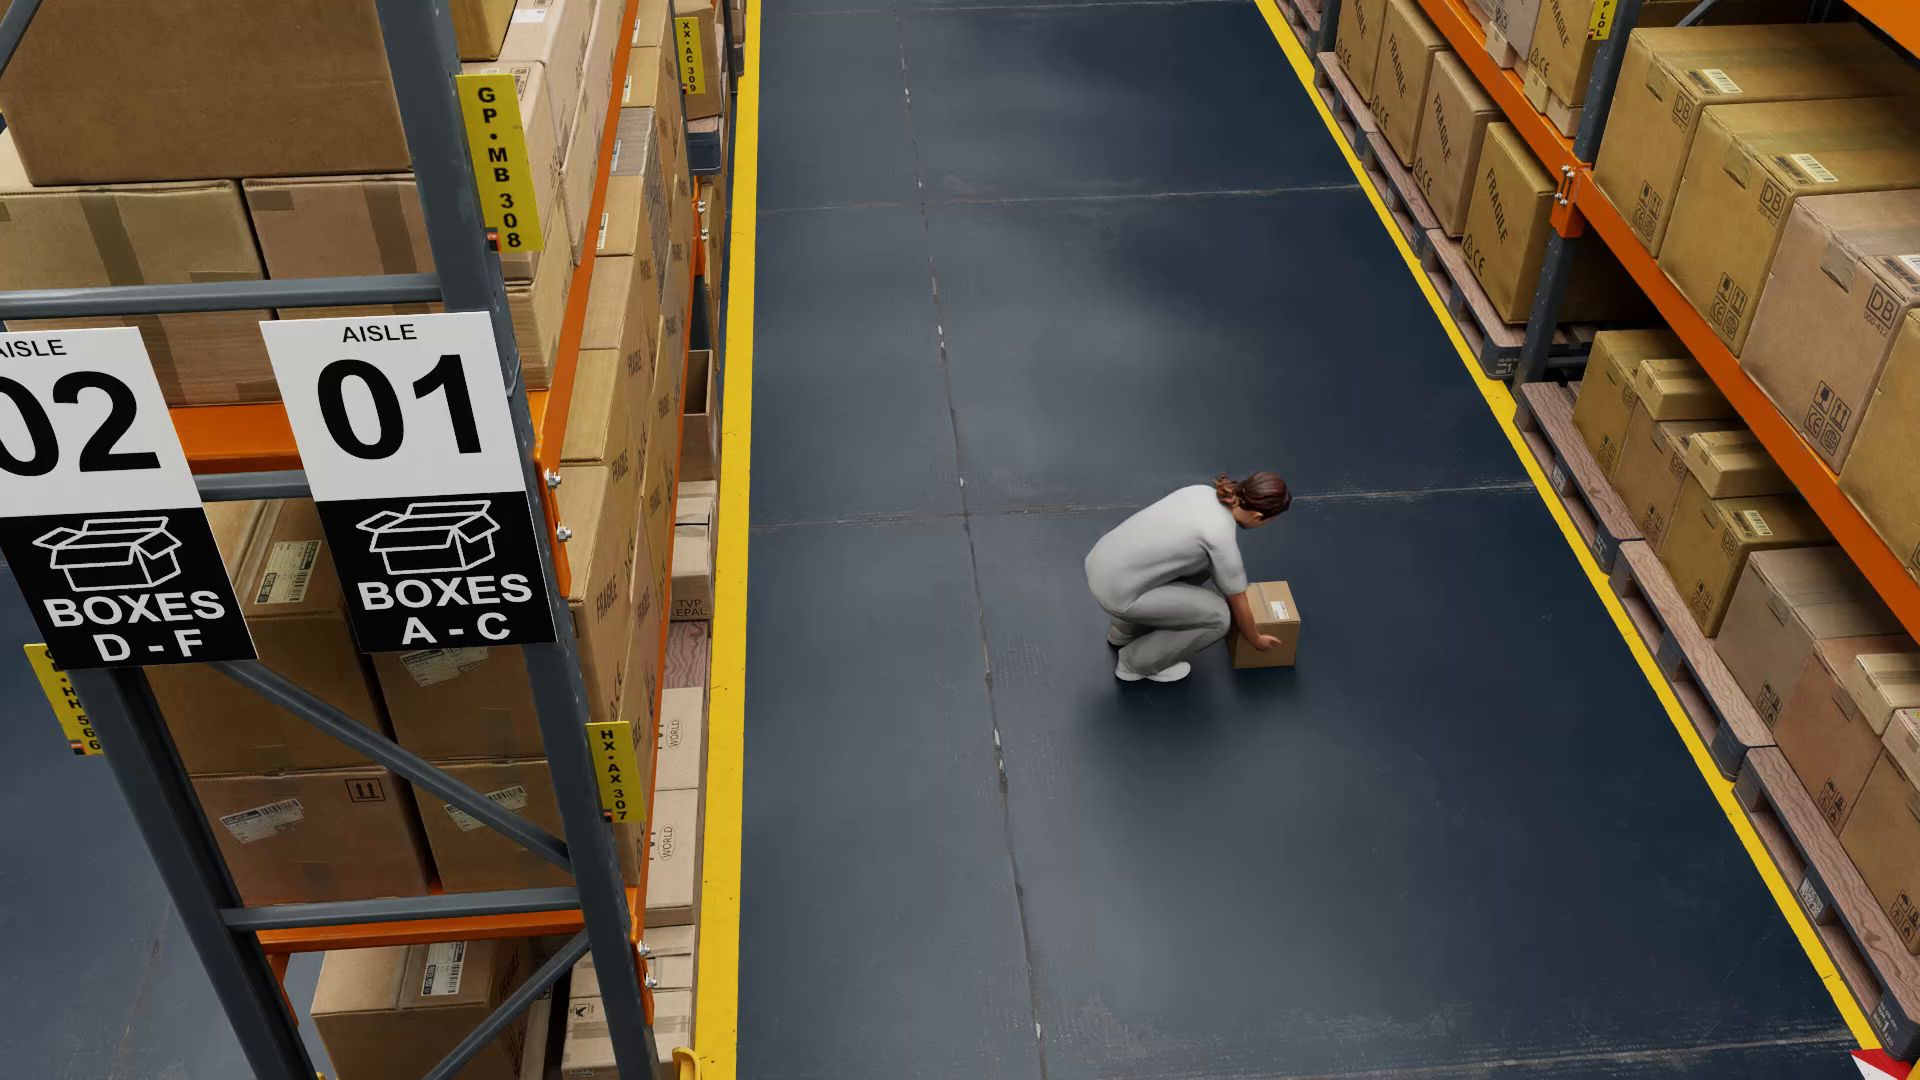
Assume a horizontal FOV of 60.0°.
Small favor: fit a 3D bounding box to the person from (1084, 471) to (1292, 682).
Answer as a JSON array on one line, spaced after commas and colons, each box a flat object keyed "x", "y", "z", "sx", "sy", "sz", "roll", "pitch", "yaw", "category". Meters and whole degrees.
[{"x": 0.897, "y": 0.144, "z": 6.659, "sx": 0.801, "sy": 0.820, "sz": 0.484, "roll": -3, "pitch": 39, "yaw": -4, "category": "person"}]
